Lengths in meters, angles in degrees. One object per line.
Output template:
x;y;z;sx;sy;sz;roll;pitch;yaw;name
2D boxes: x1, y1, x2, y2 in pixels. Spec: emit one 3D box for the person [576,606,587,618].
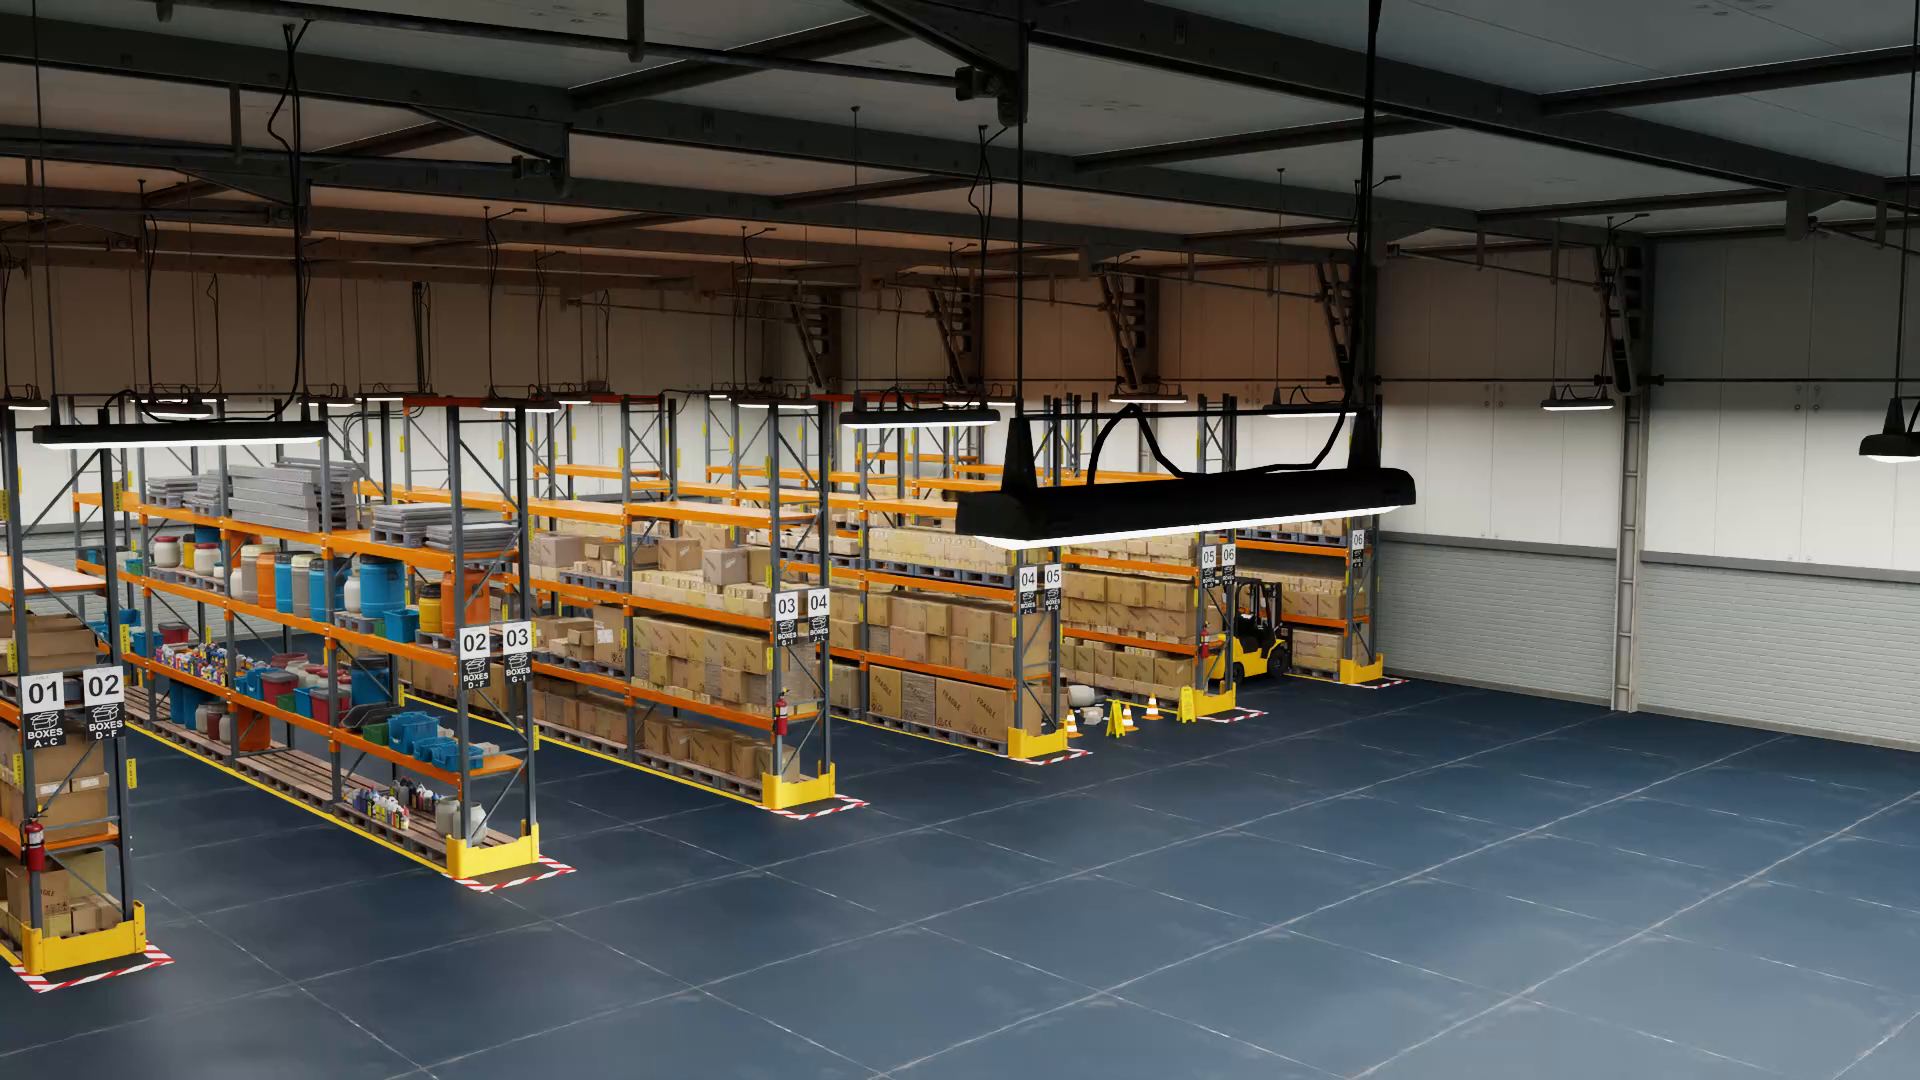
-9.778;1.320;42.660;0.484;1.793;0.525;2;6;24;person
